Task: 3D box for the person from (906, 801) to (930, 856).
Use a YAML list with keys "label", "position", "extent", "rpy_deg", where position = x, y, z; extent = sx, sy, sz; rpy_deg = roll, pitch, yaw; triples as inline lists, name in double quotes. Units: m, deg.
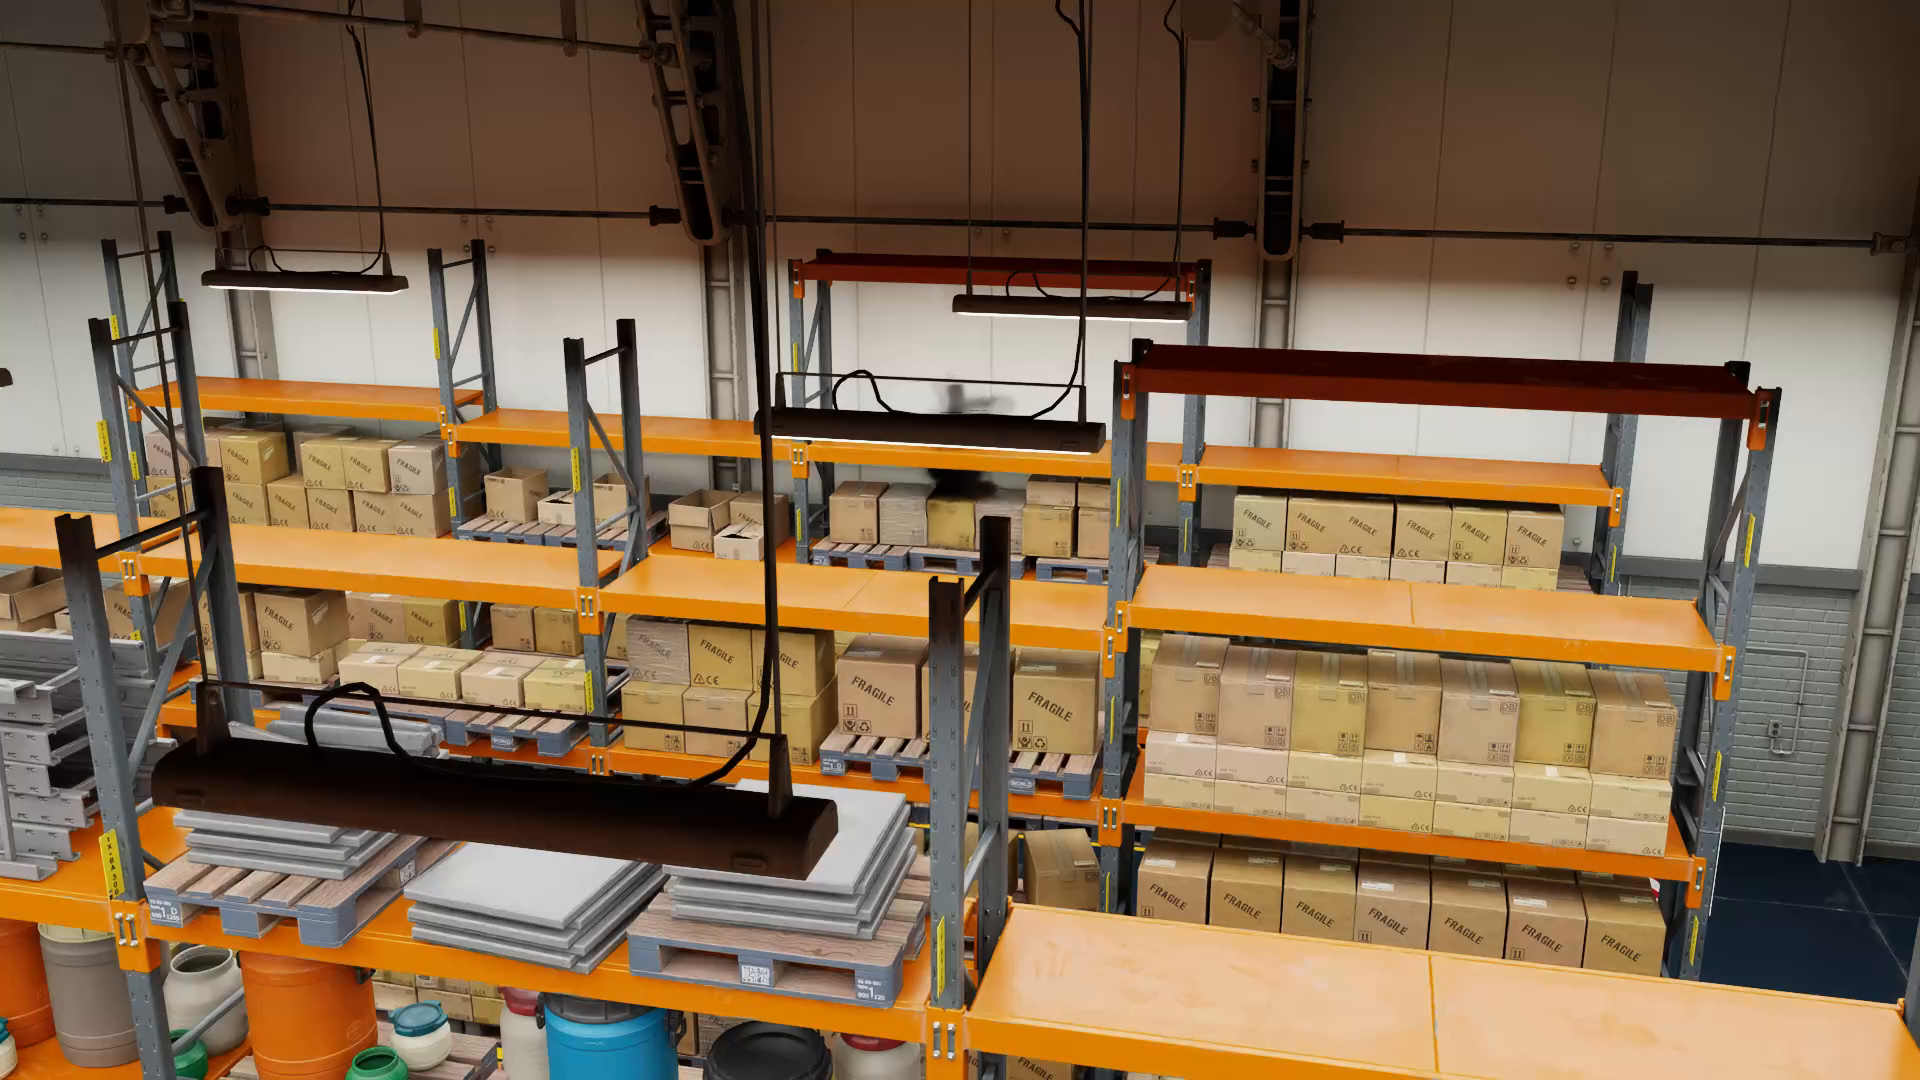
- label: "person"
  position: [-0.520, 2.503, 15.722]
  extent: [0.671, 1.742, 0.694]
  rpy_deg: [0, 16, 1]
